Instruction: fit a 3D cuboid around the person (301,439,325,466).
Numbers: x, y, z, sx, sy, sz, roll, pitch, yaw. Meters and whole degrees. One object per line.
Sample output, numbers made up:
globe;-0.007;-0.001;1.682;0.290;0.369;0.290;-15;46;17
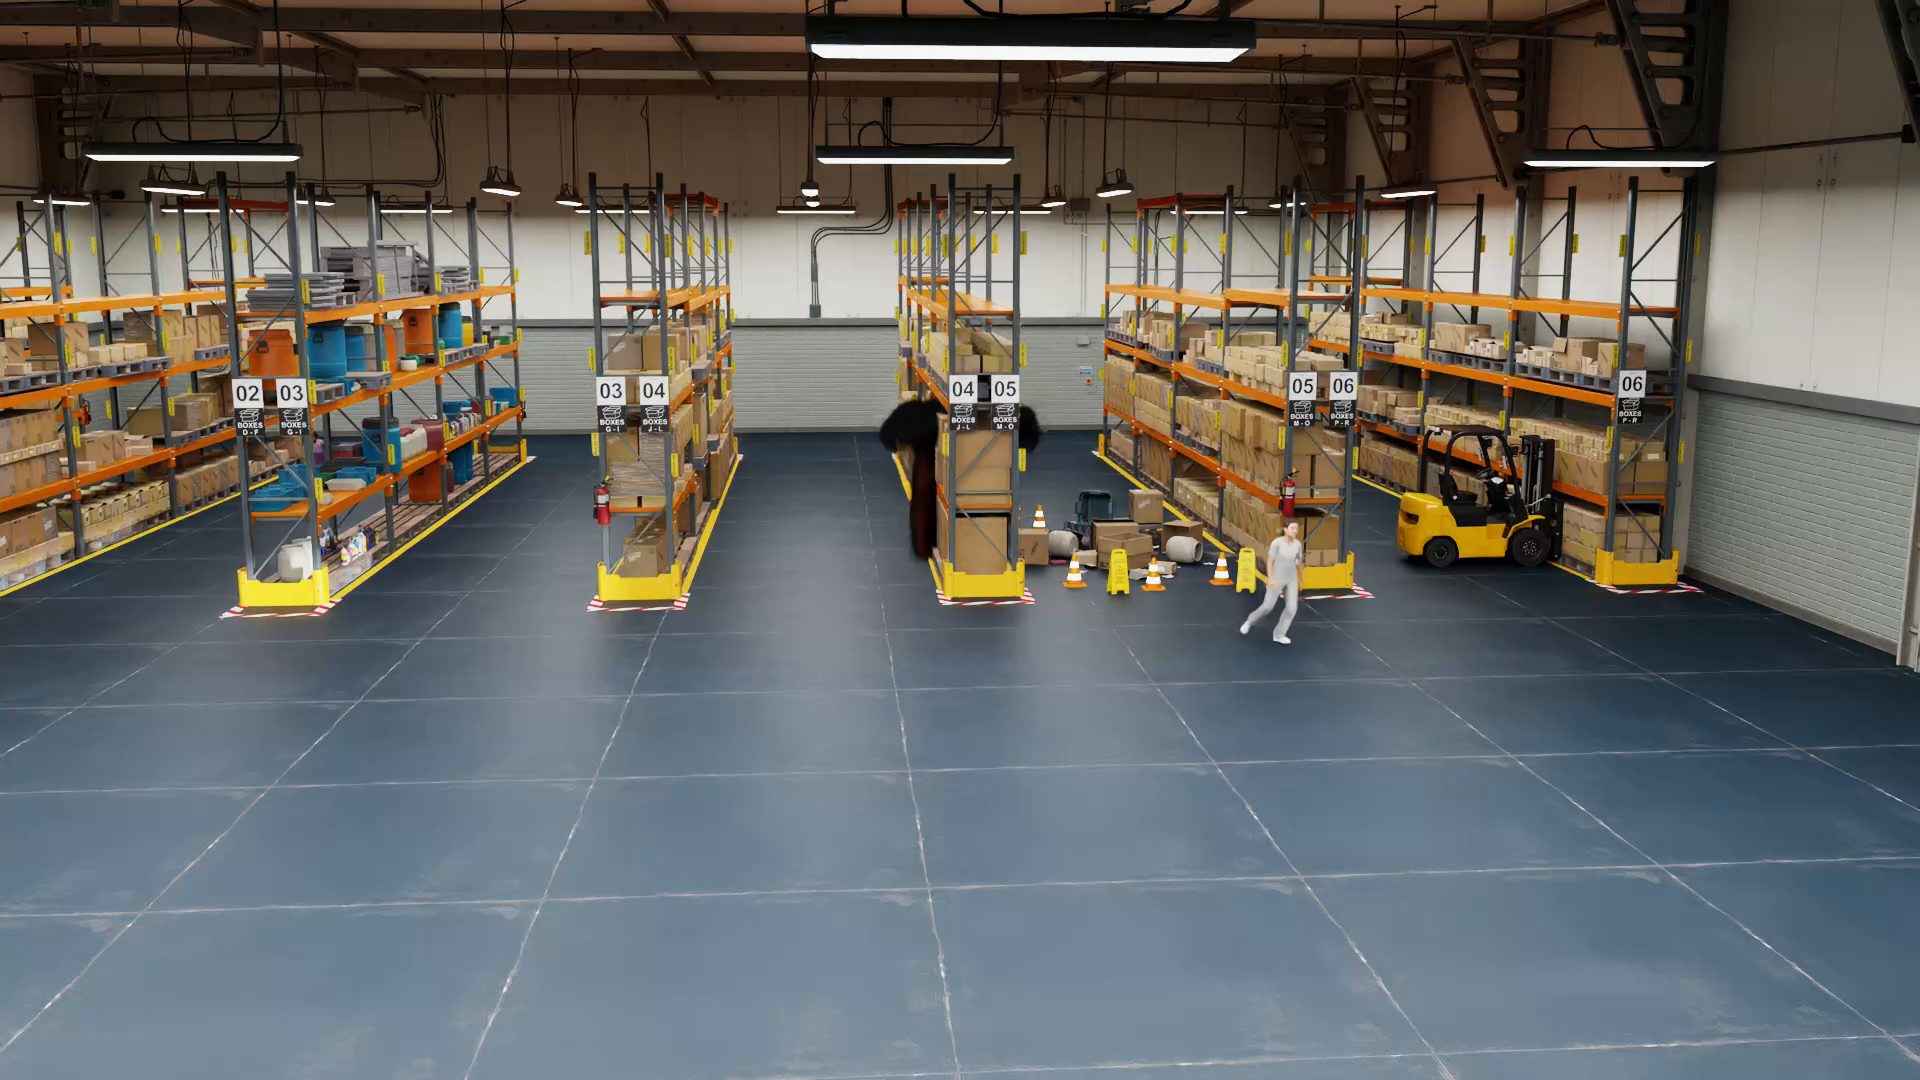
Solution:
person;-12.575;-1.690;32.474;0.534;0.577;0.408;-3;10;-16

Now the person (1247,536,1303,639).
person;4.046;0.593;21.201;0.632;1.316;0.534;-2;10;-12
